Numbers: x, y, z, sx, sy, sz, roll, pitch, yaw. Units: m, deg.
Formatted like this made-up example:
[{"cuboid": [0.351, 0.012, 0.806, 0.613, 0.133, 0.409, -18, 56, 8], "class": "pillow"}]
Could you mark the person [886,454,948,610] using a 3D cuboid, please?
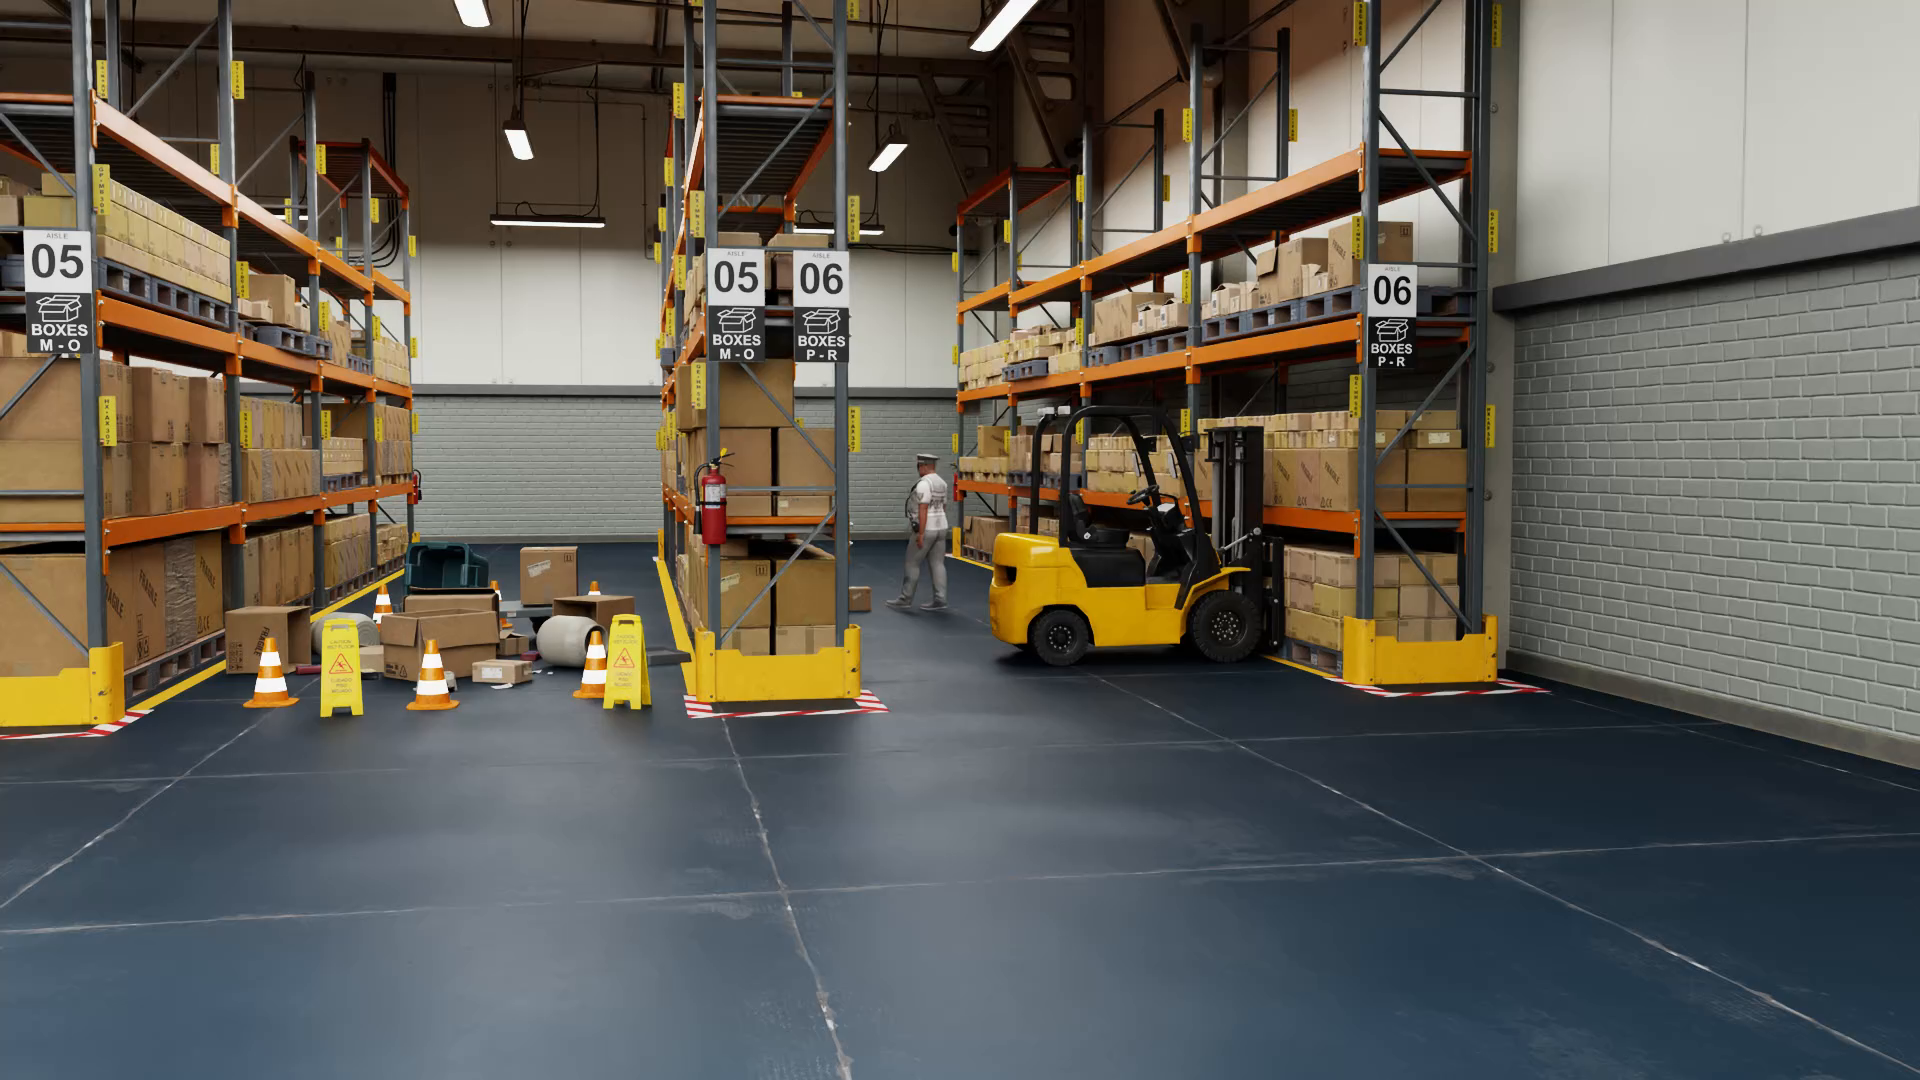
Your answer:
[{"cuboid": [-0.469, -0.089, 18.580, 0.707, 1.740, 0.552, 2, 4, 33], "class": "person"}]
